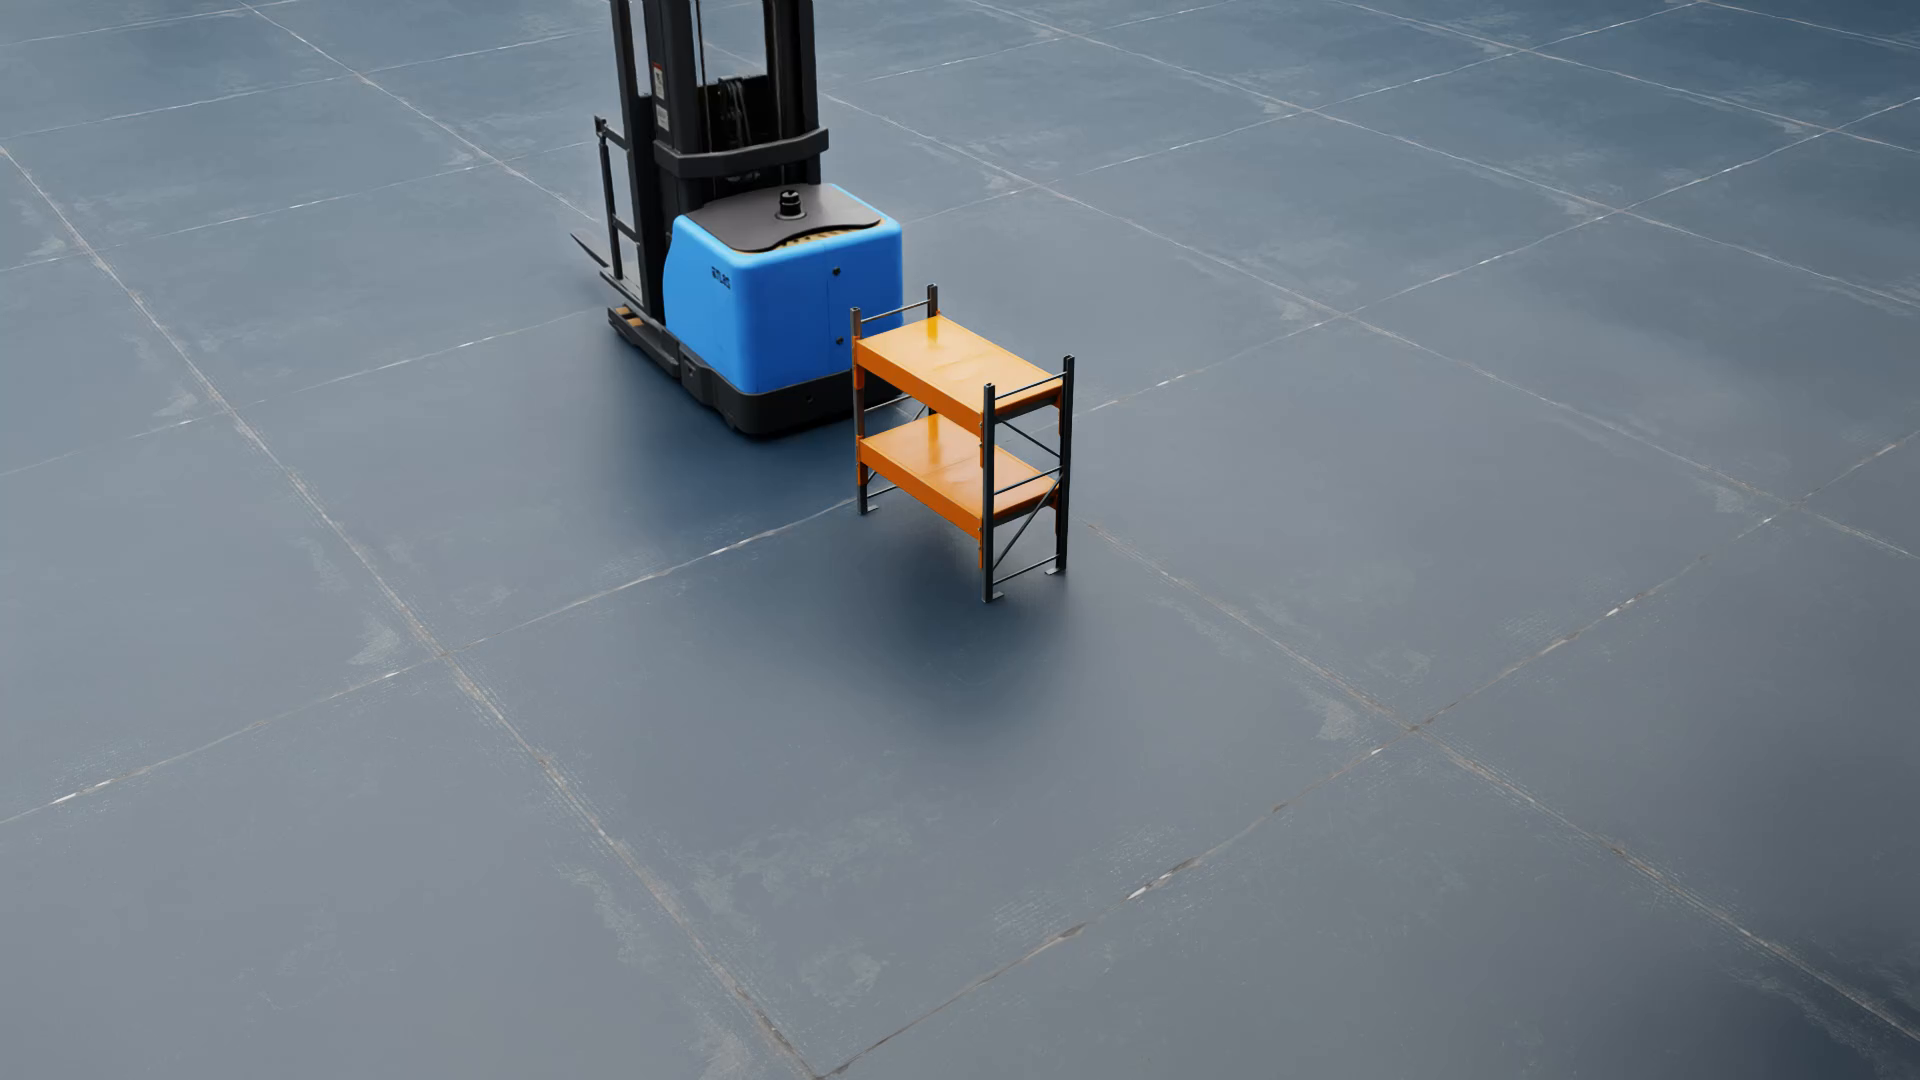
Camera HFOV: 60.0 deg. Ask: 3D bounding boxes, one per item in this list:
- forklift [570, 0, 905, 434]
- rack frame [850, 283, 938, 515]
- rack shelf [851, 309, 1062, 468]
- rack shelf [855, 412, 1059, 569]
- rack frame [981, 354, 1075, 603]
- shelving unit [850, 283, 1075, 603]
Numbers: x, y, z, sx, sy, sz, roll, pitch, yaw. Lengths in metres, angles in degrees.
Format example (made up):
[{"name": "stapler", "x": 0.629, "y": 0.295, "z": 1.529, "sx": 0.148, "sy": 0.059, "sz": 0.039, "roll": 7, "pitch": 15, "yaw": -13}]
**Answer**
[{"name": "forklift", "x": -1.519, "y": -2.557, "z": 9.589, "sx": 1.130, "sy": 2.935, "sz": 3.031, "roll": -19, "pitch": 36, "yaw": -27}, {"name": "rack frame", "x": -0.316, "y": -0.693, "z": 8.299, "sx": 0.500, "sy": 1.125, "sz": 0.032, "roll": -22, "pitch": 38, "yaw": -31}, {"name": "rack shelf", "x": -0.004, "y": -0.729, "z": 7.803, "sx": 0.538, "sy": 0.278, "sz": 1.000, "roll": -22, "pitch": 38, "yaw": -31}, {"name": "rack shelf", "x": -0.004, "y": -0.273, "z": 8.087, "sx": 0.538, "sy": 0.278, "sz": 1.000, "roll": -22, "pitch": 38, "yaw": -31}, {"name": "rack frame", "x": 0.308, "y": -0.269, "z": 7.617, "sx": 0.500, "sy": 1.125, "sz": 0.032, "roll": -22, "pitch": 38, "yaw": -31}, {"name": "shelving unit", "x": -0.004, "y": -0.481, "z": 7.958, "sx": 0.538, "sy": 1.125, "sz": 1.048, "roll": -22, "pitch": 38, "yaw": -31}]
